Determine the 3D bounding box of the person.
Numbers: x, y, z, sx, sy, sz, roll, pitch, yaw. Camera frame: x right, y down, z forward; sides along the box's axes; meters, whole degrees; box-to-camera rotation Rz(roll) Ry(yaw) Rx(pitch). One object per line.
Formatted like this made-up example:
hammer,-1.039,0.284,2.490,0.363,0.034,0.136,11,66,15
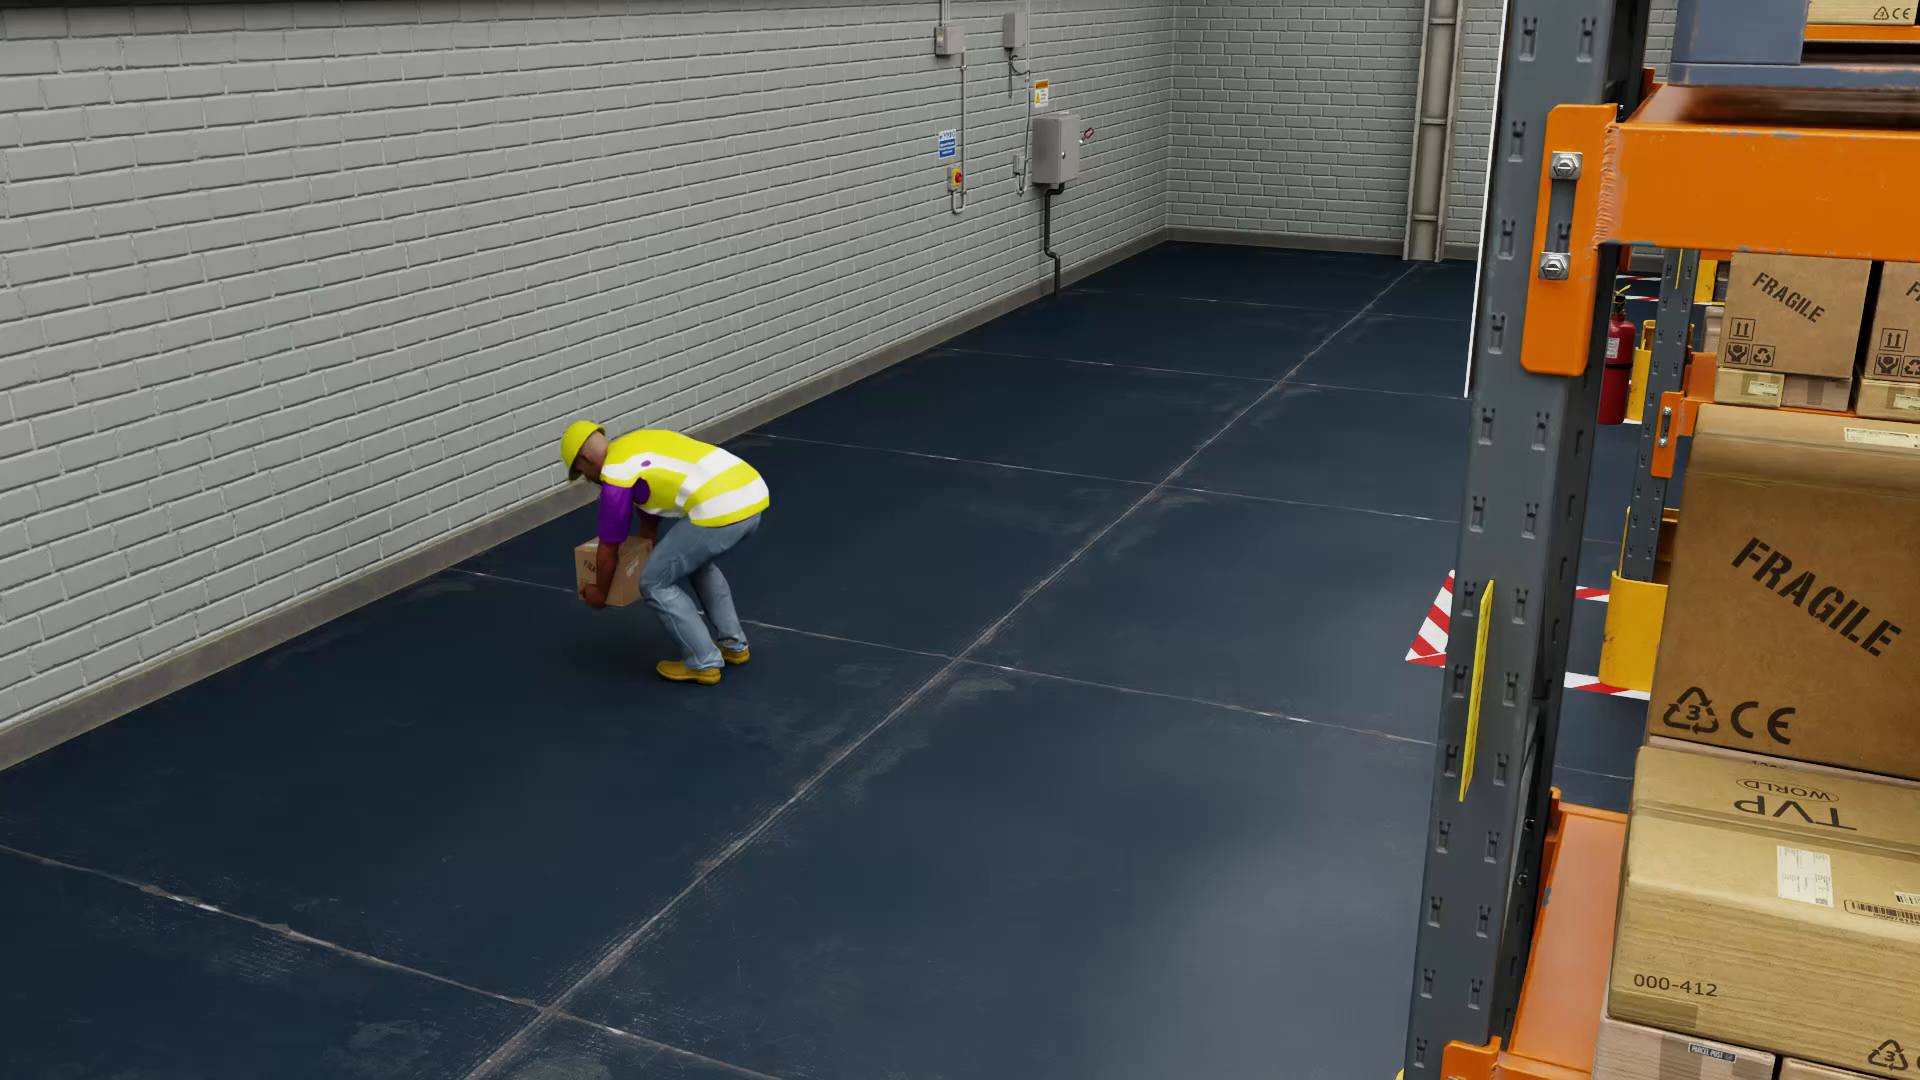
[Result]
person,-1.327,0.038,7.437,0.964,1.103,0.512,7,20,20
